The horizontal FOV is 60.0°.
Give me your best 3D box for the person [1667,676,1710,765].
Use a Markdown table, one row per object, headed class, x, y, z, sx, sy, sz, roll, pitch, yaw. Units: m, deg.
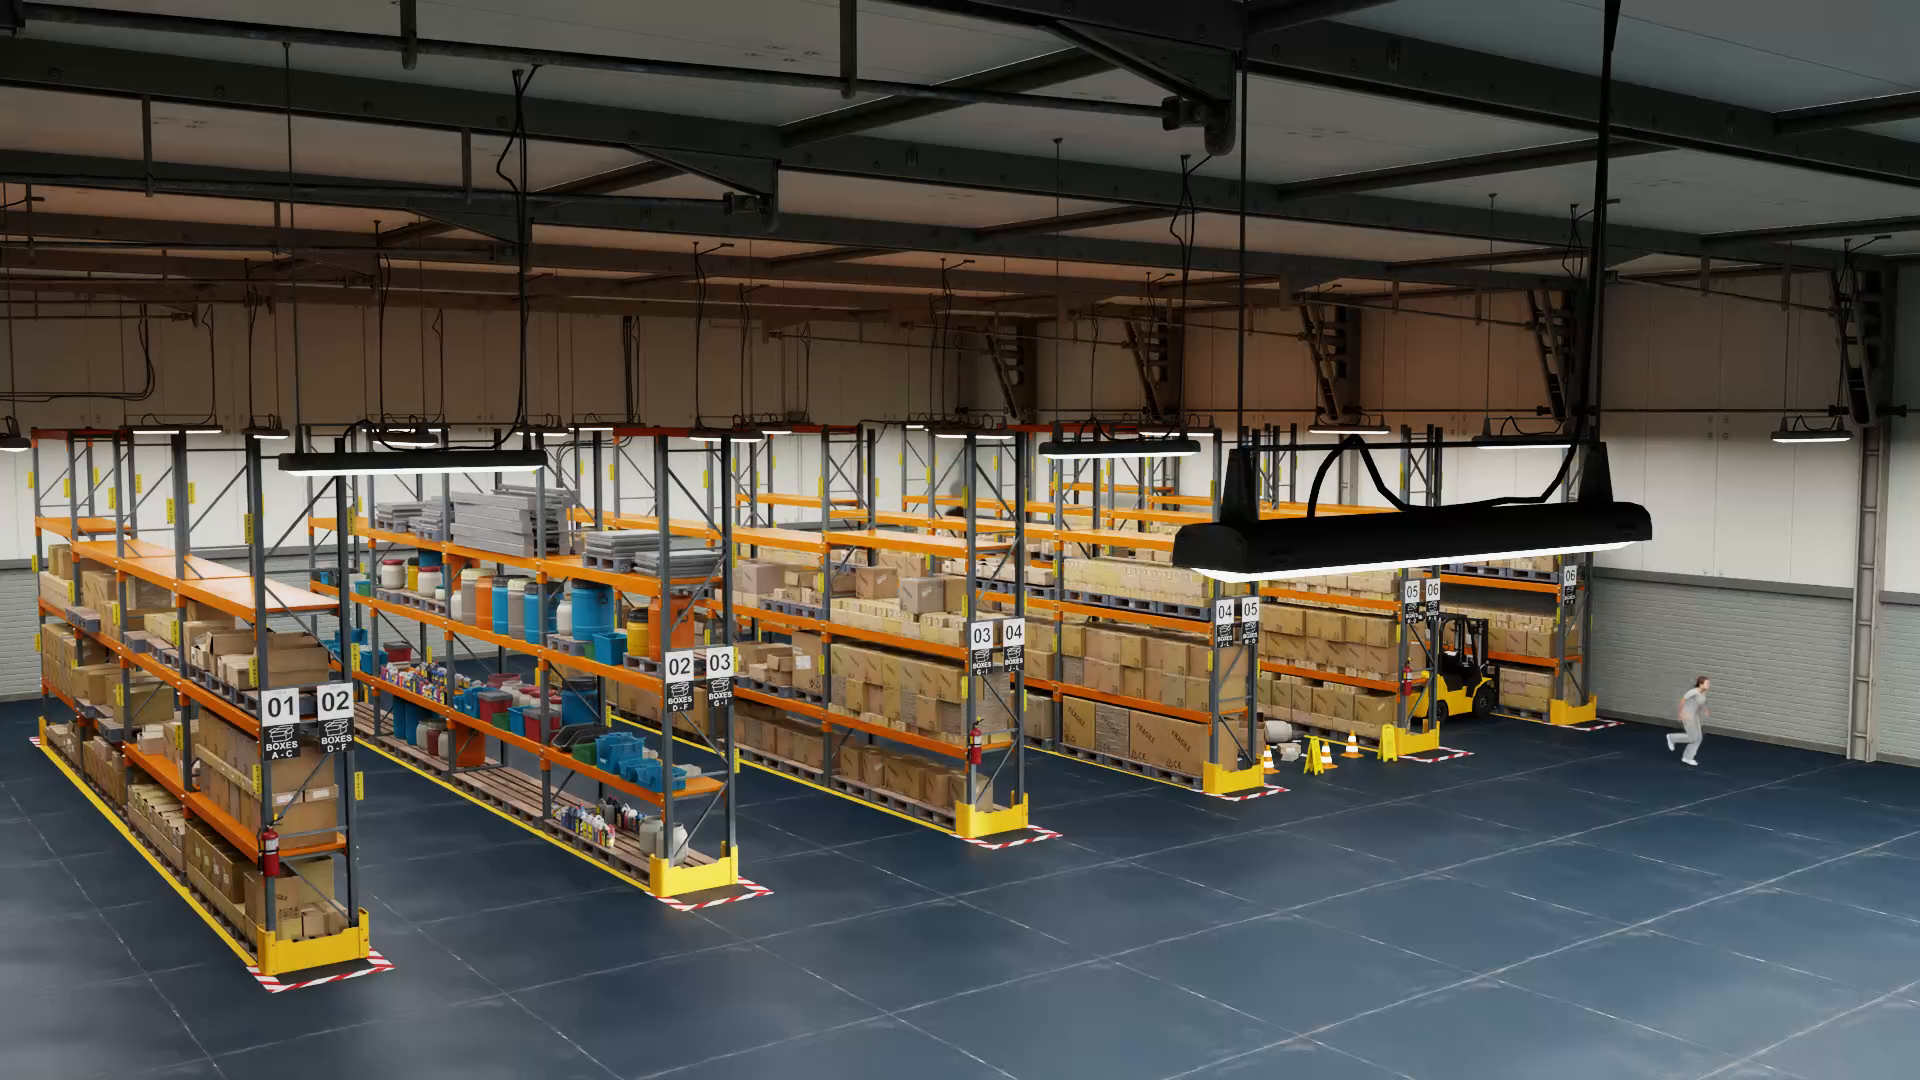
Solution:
| class | x | y | z | sx | sy | sz | roll | pitch | yaw |
| --- | --- | --- | --- | --- | --- | --- | --- | --- | --- |
| person | 13.072 | 3.213 | 29.847 | 0.557 | 1.604 | 0.734 | -4 | 6 | -44 |
